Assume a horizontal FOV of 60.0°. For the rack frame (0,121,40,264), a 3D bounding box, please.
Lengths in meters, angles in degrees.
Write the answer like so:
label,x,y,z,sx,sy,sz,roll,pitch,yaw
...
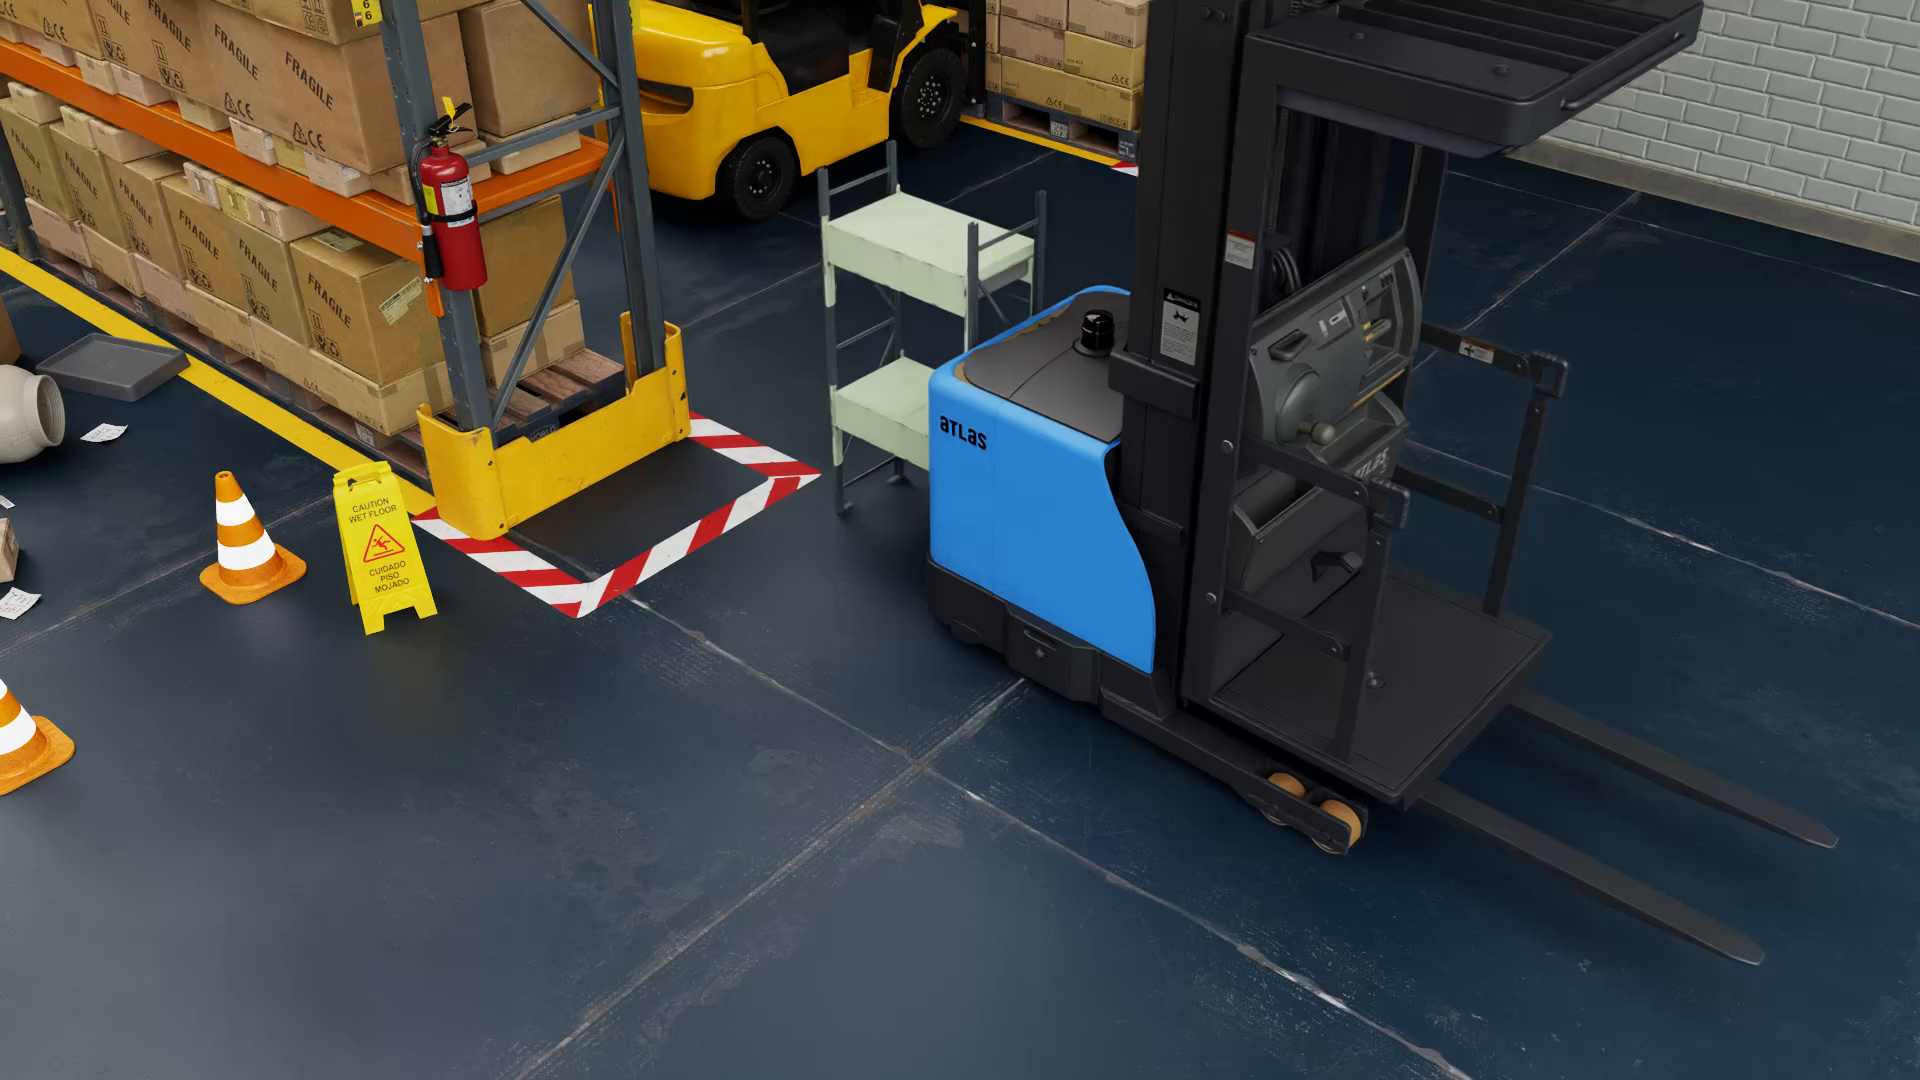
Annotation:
label,x,y,z,sx,sy,sz,roll,pitch,yaw
rack frame,-4.701,-2.956,8.405,0.127,3.000,1.000,25,42,32

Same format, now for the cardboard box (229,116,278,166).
label,x,y,z,sx,sy,sz,roll,pitch,yaw
cardboard box,-2.717,-1.672,6.757,0.250,0.149,0.380,26,42,33

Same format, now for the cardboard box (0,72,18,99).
label,x,y,z,sx,sy,sz,roll,pitch,yaw
cardboard box,-5.660,-2.494,9.682,0.625,0.372,0.950,28,43,34

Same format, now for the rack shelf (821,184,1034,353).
label,x,y,z,sx,sy,sz,roll,pitch,yaw
rack shelf,-0.107,-0.998,6.190,0.720,0.370,0.431,27,43,33

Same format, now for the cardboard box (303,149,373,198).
label,x,y,z,sx,sy,sz,roll,pitch,yaw
cardboard box,-2.317,-1.490,6.491,0.250,0.149,0.380,25,42,31

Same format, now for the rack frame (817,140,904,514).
label,x,y,z,sx,sy,sz,roll,pitch,yaw
rack frame,-0.381,-0.814,6.611,0.023,1.500,0.400,27,43,33

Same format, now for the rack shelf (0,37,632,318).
label,x,y,z,sx,sy,sz,roll,pitch,yaw
rack shelf,-3.164,-1.935,7.554,4.000,0.370,1.077,25,42,32

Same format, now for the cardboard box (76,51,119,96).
label,x,y,z,sx,sy,sz,roll,pitch,yaw
cardboard box,-3.687,-2.132,7.426,0.250,0.149,0.380,25,42,32

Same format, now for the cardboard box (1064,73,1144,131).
label,x,y,z,sx,sy,sz,roll,pitch,yaw
cardboard box,0.983,-2.741,10.149,0.500,0.250,0.500,26,42,32

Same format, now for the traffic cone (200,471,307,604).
label,x,y,z,sx,sy,sz,roll,pitch,yaw
traffic cone,-2.783,-0.056,6.423,0.334,0.463,0.336,25,42,32

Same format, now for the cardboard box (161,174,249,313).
label,x,y,z,sx,sy,sz,roll,pitch,yaw
cardboard box,-3.196,-1.406,7.544,0.500,0.500,0.500,24,41,31

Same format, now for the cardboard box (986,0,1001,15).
label,x,y,z,sx,sy,sz,roll,pitch,yaw
cardboard box,0.202,-3.512,10.389,0.500,0.250,0.500,26,42,32

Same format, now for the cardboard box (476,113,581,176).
label,x,y,z,sx,sy,sz,roll,pitch,yaw
cardboard box,-1.756,-1.617,6.677,0.250,0.149,0.380,25,42,32

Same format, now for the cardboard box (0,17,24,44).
label,x,y,z,sx,sy,sz,roll,pitch,yaw
cardboard box,-4.437,-2.530,8.006,0.250,0.149,0.380,27,43,33

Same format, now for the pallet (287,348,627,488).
label,x,y,z,sx,sy,sz,roll,pitch,yaw
pallet,-2.287,-0.695,7.576,1.213,0.211,1.003,25,42,32

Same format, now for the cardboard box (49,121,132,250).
label,x,y,z,sx,sy,sz,roll,pitch,yaw
cardboard box,-4.001,-1.785,8.095,0.500,0.500,0.500,27,43,34

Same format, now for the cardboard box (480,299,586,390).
label,x,y,z,sx,sy,sz,roll,pitch,yaw
cardboard box,-2.070,-0.960,7.555,0.500,0.250,0.500,25,42,31

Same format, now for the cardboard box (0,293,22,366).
label,x,y,z,sx,sy,sz,roll,pitch,yaw
cardboard box,-4.748,-0.947,7.685,0.500,0.500,0.500,-6,35,-8

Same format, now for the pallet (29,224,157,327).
label,x,y,z,sx,sy,sz,roll,pitch,yaw
pallet,-4.162,-1.579,8.863,1.213,0.211,1.003,25,42,32

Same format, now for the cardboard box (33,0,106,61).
label,x,y,z,sx,sy,sz,roll,pitch,yaw
cardboard box,-3.763,-2.480,7.361,0.500,0.500,0.500,25,42,31

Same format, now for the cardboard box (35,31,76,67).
label,x,y,z,sx,sy,sz,roll,pitch,yaw
cardboard box,-4.045,-2.342,7.733,0.250,0.149,0.380,27,43,33

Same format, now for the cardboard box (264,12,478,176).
label,x,y,z,sx,sy,sz,roll,pitch,yaw
cardboard box,-2.220,-1.748,6.294,0.500,0.500,0.500,24,41,31

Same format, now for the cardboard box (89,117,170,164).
label,x,y,z,sx,sy,sz,roll,pitch,yaw
cardboard box,-3.758,-1.888,7.672,0.250,0.149,0.380,28,43,34

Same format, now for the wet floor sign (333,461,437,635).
label,x,y,z,sx,sy,sz,roll,pitch,yaw
wet floor sign,-2.166,-0.003,6.184,0.267,0.644,0.232,-18,38,-25

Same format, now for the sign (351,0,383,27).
label,x,y,z,sx,sy,sz,roll,pitch,yaw
sign,-1.997,-1.881,5.537,0.005,0.325,0.100,25,42,32

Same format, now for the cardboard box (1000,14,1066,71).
label,x,y,z,sx,sy,sz,roll,pitch,yaw
cardboard box,0.593,-3.141,10.290,0.500,0.250,0.500,25,42,31

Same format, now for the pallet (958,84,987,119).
label,x,y,z,sx,sy,sz,roll,pitch,yaw
pallet,-0.002,-3.220,11.252,1.213,0.211,1.003,25,42,32

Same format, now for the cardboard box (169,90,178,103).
label,x,y,z,sx,sy,sz,roll,pitch,yaw
cardboard box,-3.213,-2.008,7.247,0.250,0.149,0.380,25,42,32

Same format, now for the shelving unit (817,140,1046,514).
label,x,y,z,sx,sy,sz,roll,pitch,yaw
shelving unit,-0.107,-0.677,6.411,0.755,1.500,0.431,27,43,33

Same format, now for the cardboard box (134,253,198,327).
label,x,y,z,sx,sy,sz,roll,pitch,yaw
cardboard box,-3.593,-1.285,8.030,0.500,0.250,0.500,25,41,31

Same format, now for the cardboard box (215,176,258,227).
label,x,y,z,sx,sy,sz,roll,pitch,yaw
cardboard box,-2.926,-1.496,7.102,0.250,0.149,0.380,26,42,33

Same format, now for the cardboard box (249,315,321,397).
label,x,y,z,sx,sy,sz,roll,pitch,yaw
cardboard box,-2.813,-0.914,7.489,0.500,0.250,0.500,25,42,32

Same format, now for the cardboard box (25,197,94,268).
label,x,y,z,sx,sy,sz,roll,pitch,yaw
cardboard box,-4.420,-1.665,8.582,0.500,0.250,0.500,23,41,30

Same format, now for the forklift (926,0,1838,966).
label,x,y,z,sx,sy,sz,roll,pitch,yaw
forklift,1.311,-0.549,4.960,3.031,2.935,1.130,27,43,33

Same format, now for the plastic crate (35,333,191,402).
label,x,y,z,sx,sy,sz,roll,pitch,yaw
plastic crate,-4.019,-0.827,7.884,0.583,0.080,0.402,12,36,16

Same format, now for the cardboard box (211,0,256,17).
label,x,y,z,sx,sy,sz,roll,pitch,yaw
cardboard box,-2.543,-2.360,6.302,0.500,0.500,0.700,26,42,32

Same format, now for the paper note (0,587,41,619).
label,x,y,z,sx,sy,sz,roll,pitch,yaw
paper note,-3.627,0.240,6.373,0.142,0.019,0.148,12,36,16

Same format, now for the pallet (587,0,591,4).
label,x,y,z,sx,sy,sz,roll,pitch,yaw
pallet,-2.119,-4.218,12.705,1.213,0.211,1.003,25,42,32

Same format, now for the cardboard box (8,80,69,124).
label,x,y,z,sx,sy,sz,roll,pitch,yaw
cardboard box,-4.363,-2.170,8.082,0.250,0.149,0.380,26,42,32

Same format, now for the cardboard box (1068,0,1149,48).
label,x,y,z,sx,sy,sz,roll,pitch,yaw
cardboard box,0.993,-3.151,9.864,0.500,0.250,0.500,27,43,33

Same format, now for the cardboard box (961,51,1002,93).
label,x,y,z,sx,sy,sz,roll,pitch,yaw
cardboard box,0.228,-3.110,10.687,0.500,0.250,0.500,26,42,32

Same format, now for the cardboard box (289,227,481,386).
label,x,y,z,sx,sy,sz,roll,pitch,yaw
cardboard box,-2.409,-1.033,7.000,0.500,0.500,0.500,26,42,32

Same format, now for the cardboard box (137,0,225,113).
label,x,y,z,sx,sy,sz,roll,pitch,yaw
cardboard box,-2.984,-2.114,6.828,0.500,0.500,0.500,25,42,32
